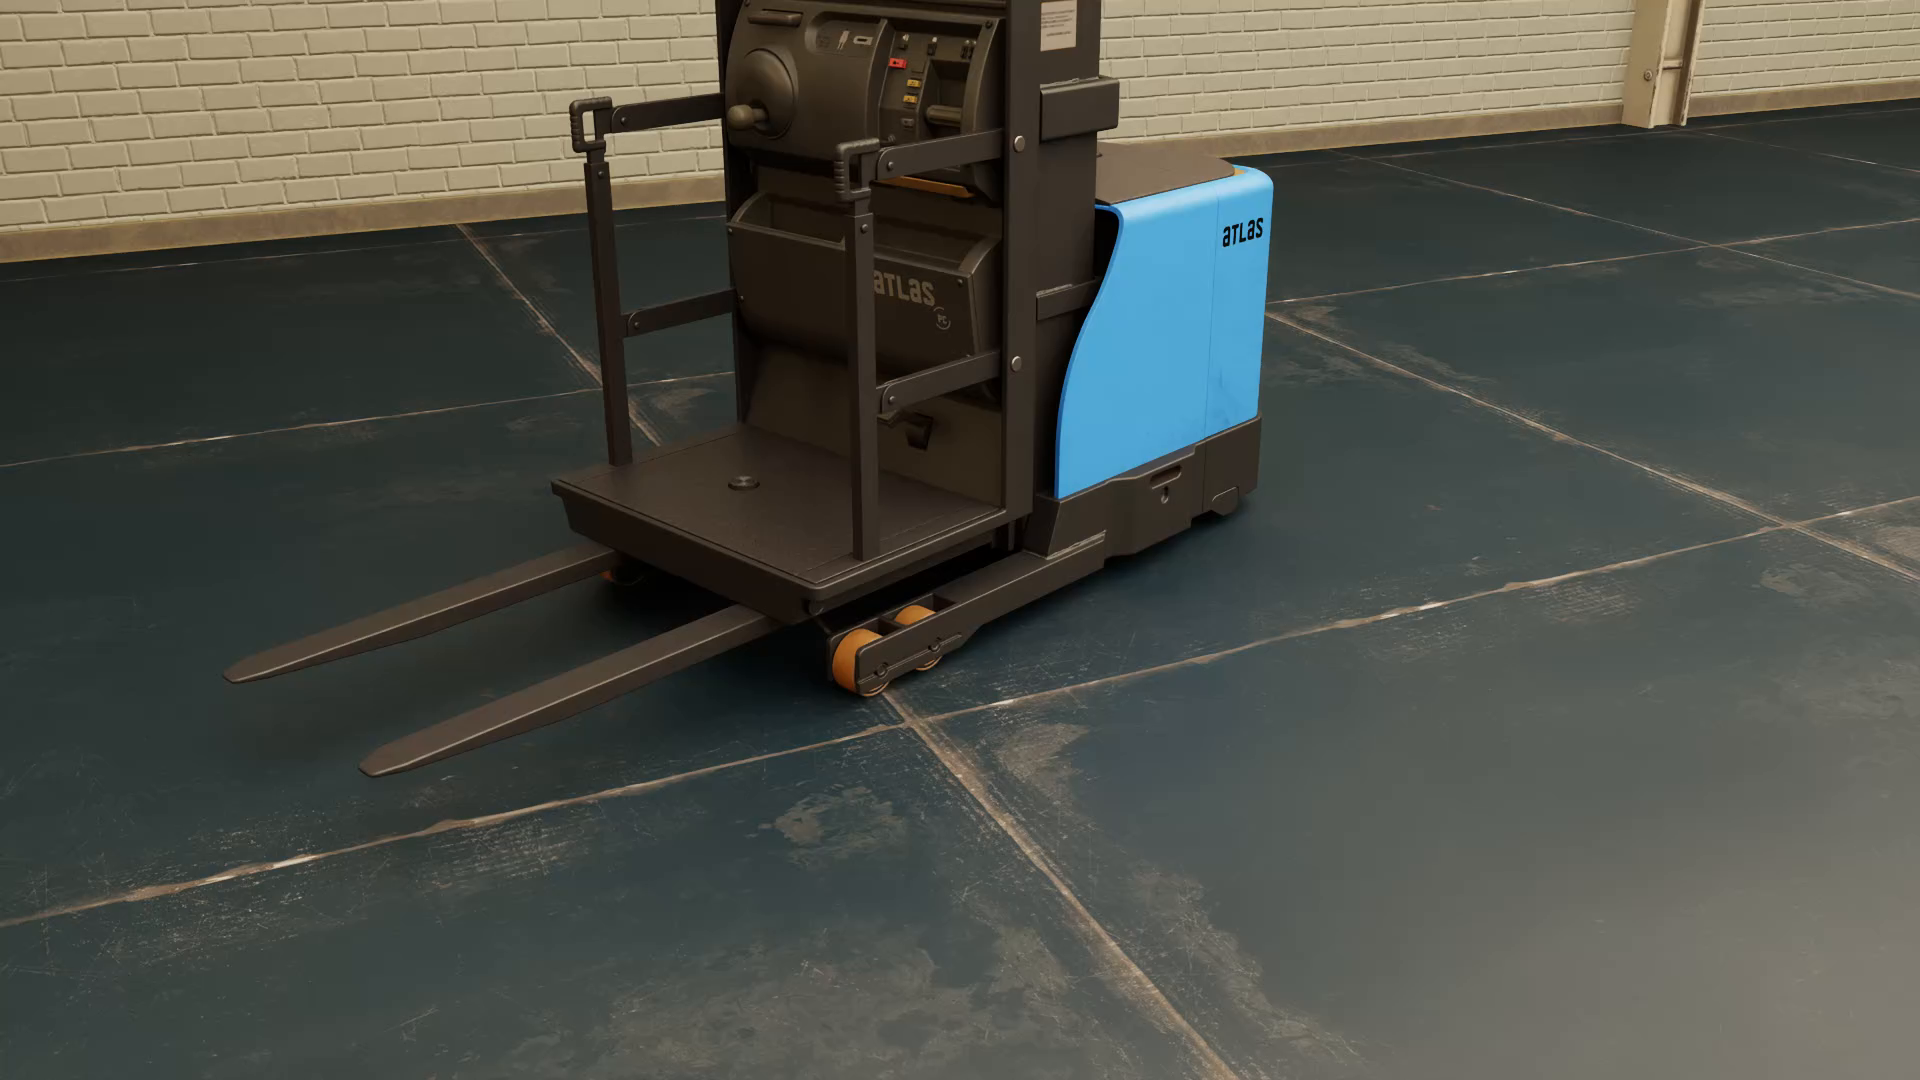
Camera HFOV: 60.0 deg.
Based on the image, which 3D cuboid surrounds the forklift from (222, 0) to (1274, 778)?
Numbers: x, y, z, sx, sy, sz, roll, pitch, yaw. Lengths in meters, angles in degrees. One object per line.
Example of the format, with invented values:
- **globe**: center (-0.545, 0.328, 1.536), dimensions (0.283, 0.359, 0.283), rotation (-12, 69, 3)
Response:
- **forklift**: center (-0.413, -1.182, 4.131), dimensions (1.130, 2.935, 3.031), rotation (19, 29, 39)
